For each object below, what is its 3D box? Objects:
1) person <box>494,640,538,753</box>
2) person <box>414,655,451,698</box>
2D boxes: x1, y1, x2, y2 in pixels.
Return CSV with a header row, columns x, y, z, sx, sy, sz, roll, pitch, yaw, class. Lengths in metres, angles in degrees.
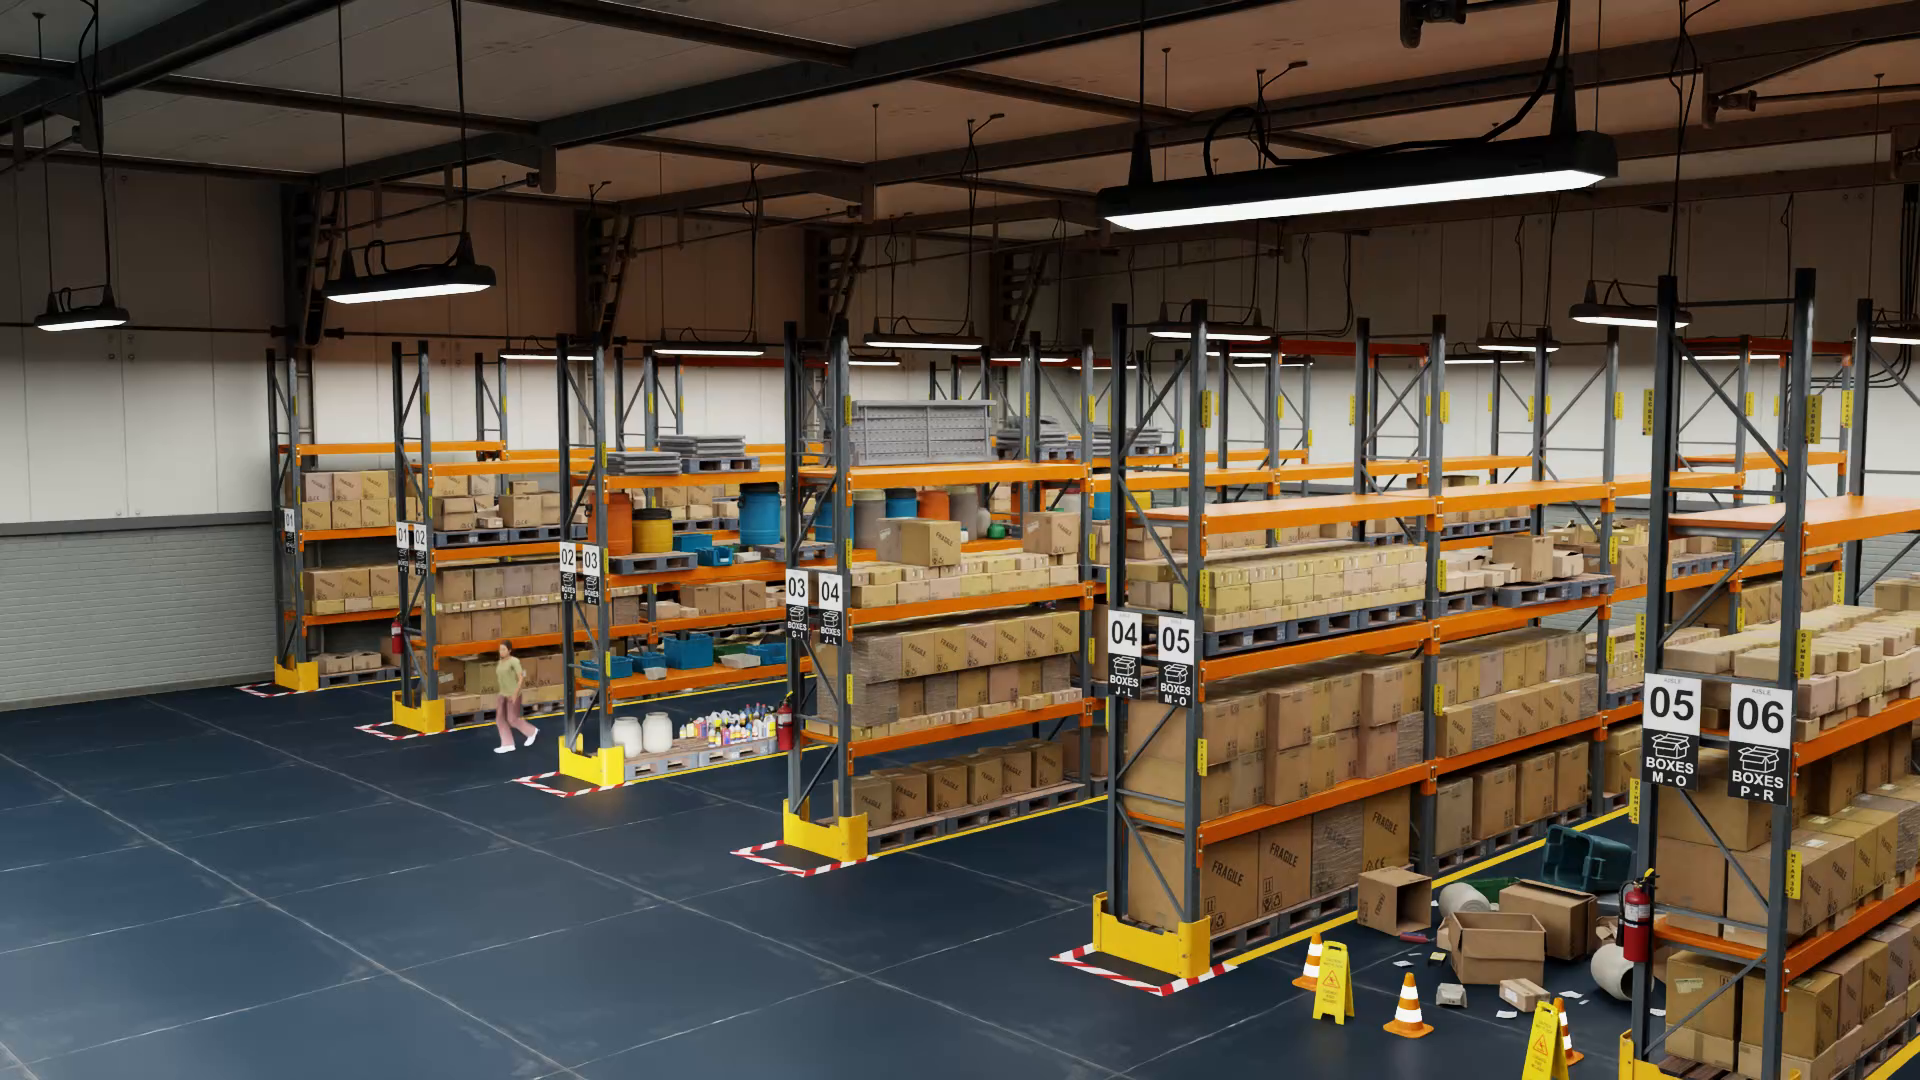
x,y,z,sx,sy,sz,roll,pitch,yaw,class
-6.485,2.254,24.254,0.507,1.654,0.617,3,6,34,person
-8.937,1.896,28.288,0.491,1.595,1.041,2,5,17,person
